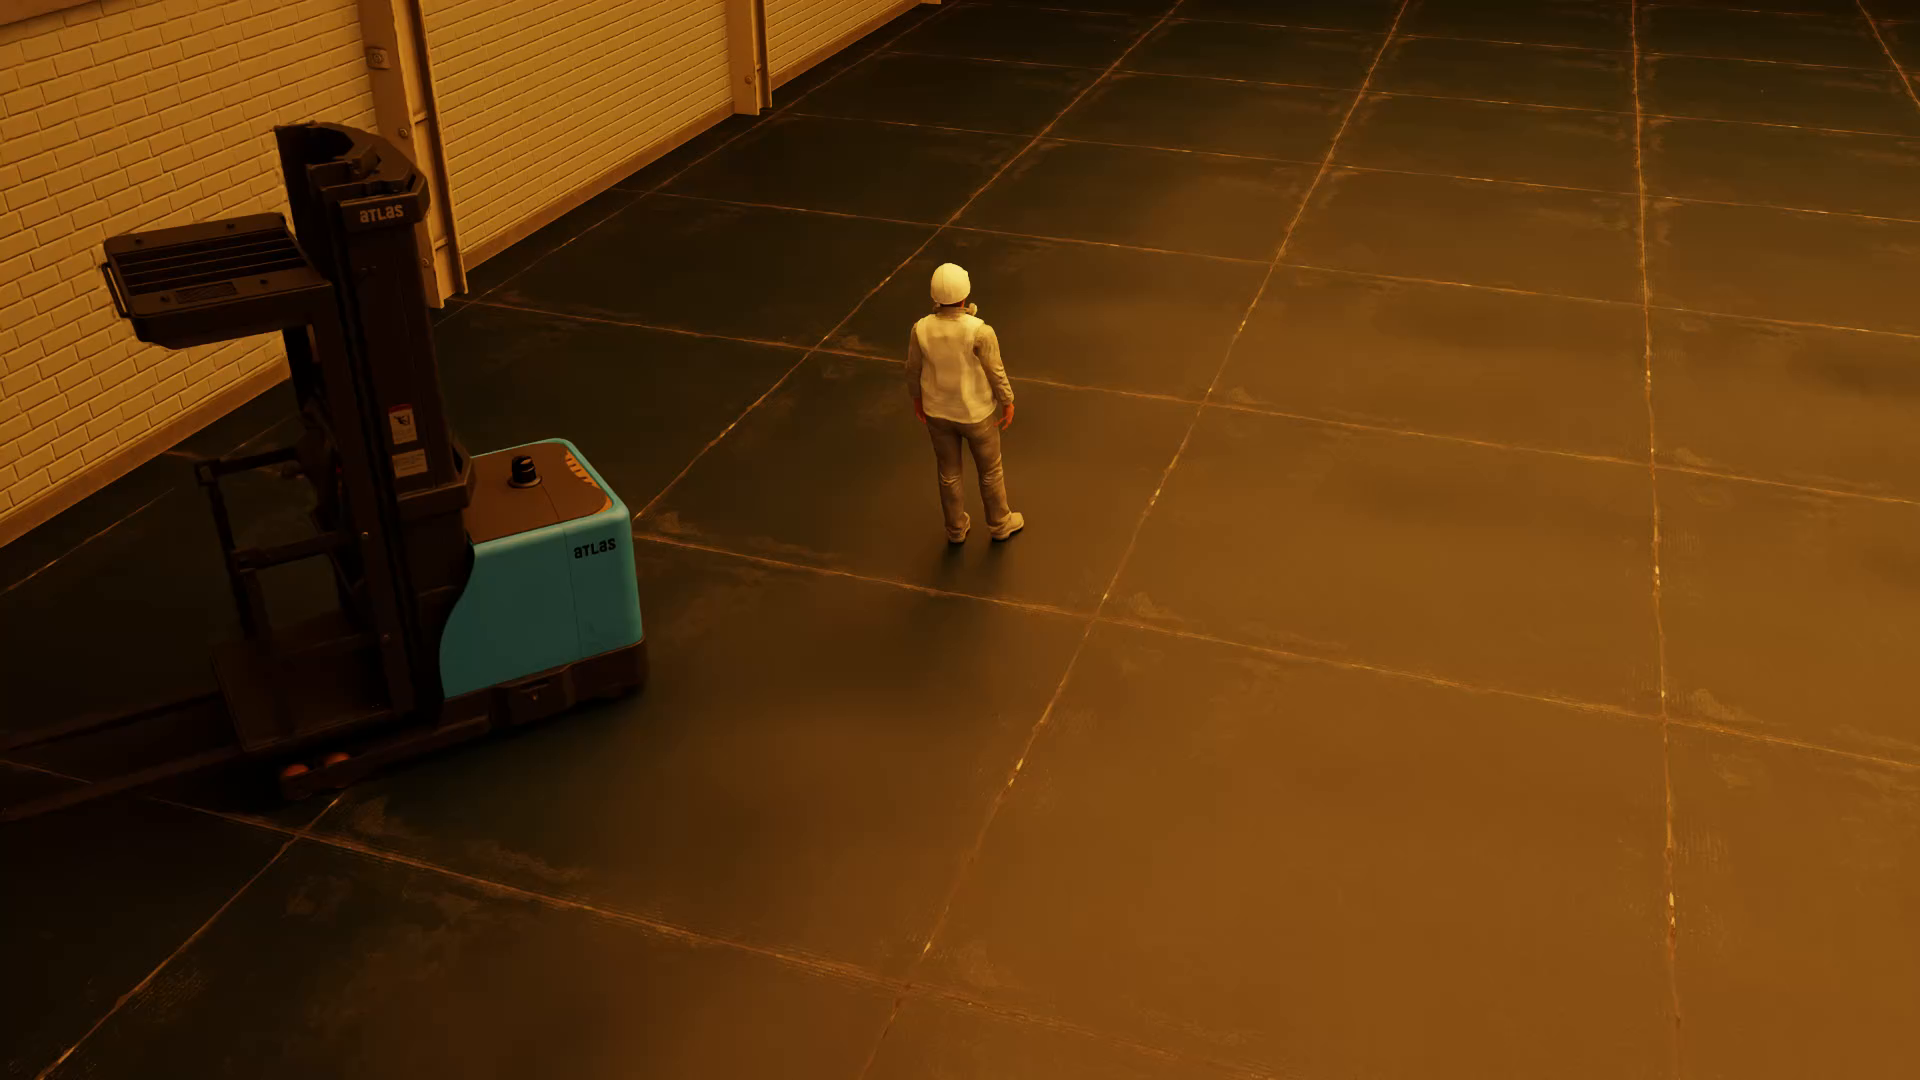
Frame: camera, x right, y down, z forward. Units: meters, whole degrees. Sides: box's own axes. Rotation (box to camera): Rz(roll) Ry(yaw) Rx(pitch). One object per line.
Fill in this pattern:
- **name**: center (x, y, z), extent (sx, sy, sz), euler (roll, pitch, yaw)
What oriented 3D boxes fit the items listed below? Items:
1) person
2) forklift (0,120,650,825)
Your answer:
- **person**: center (0.027, -0.805, 9.703), extent (0.633, 1.775, 0.566), euler (10, 31, 16)
- **forklift**: center (-3.159, -0.333, 7.720), extent (3.031, 2.935, 1.130), euler (-16, 33, -26)
